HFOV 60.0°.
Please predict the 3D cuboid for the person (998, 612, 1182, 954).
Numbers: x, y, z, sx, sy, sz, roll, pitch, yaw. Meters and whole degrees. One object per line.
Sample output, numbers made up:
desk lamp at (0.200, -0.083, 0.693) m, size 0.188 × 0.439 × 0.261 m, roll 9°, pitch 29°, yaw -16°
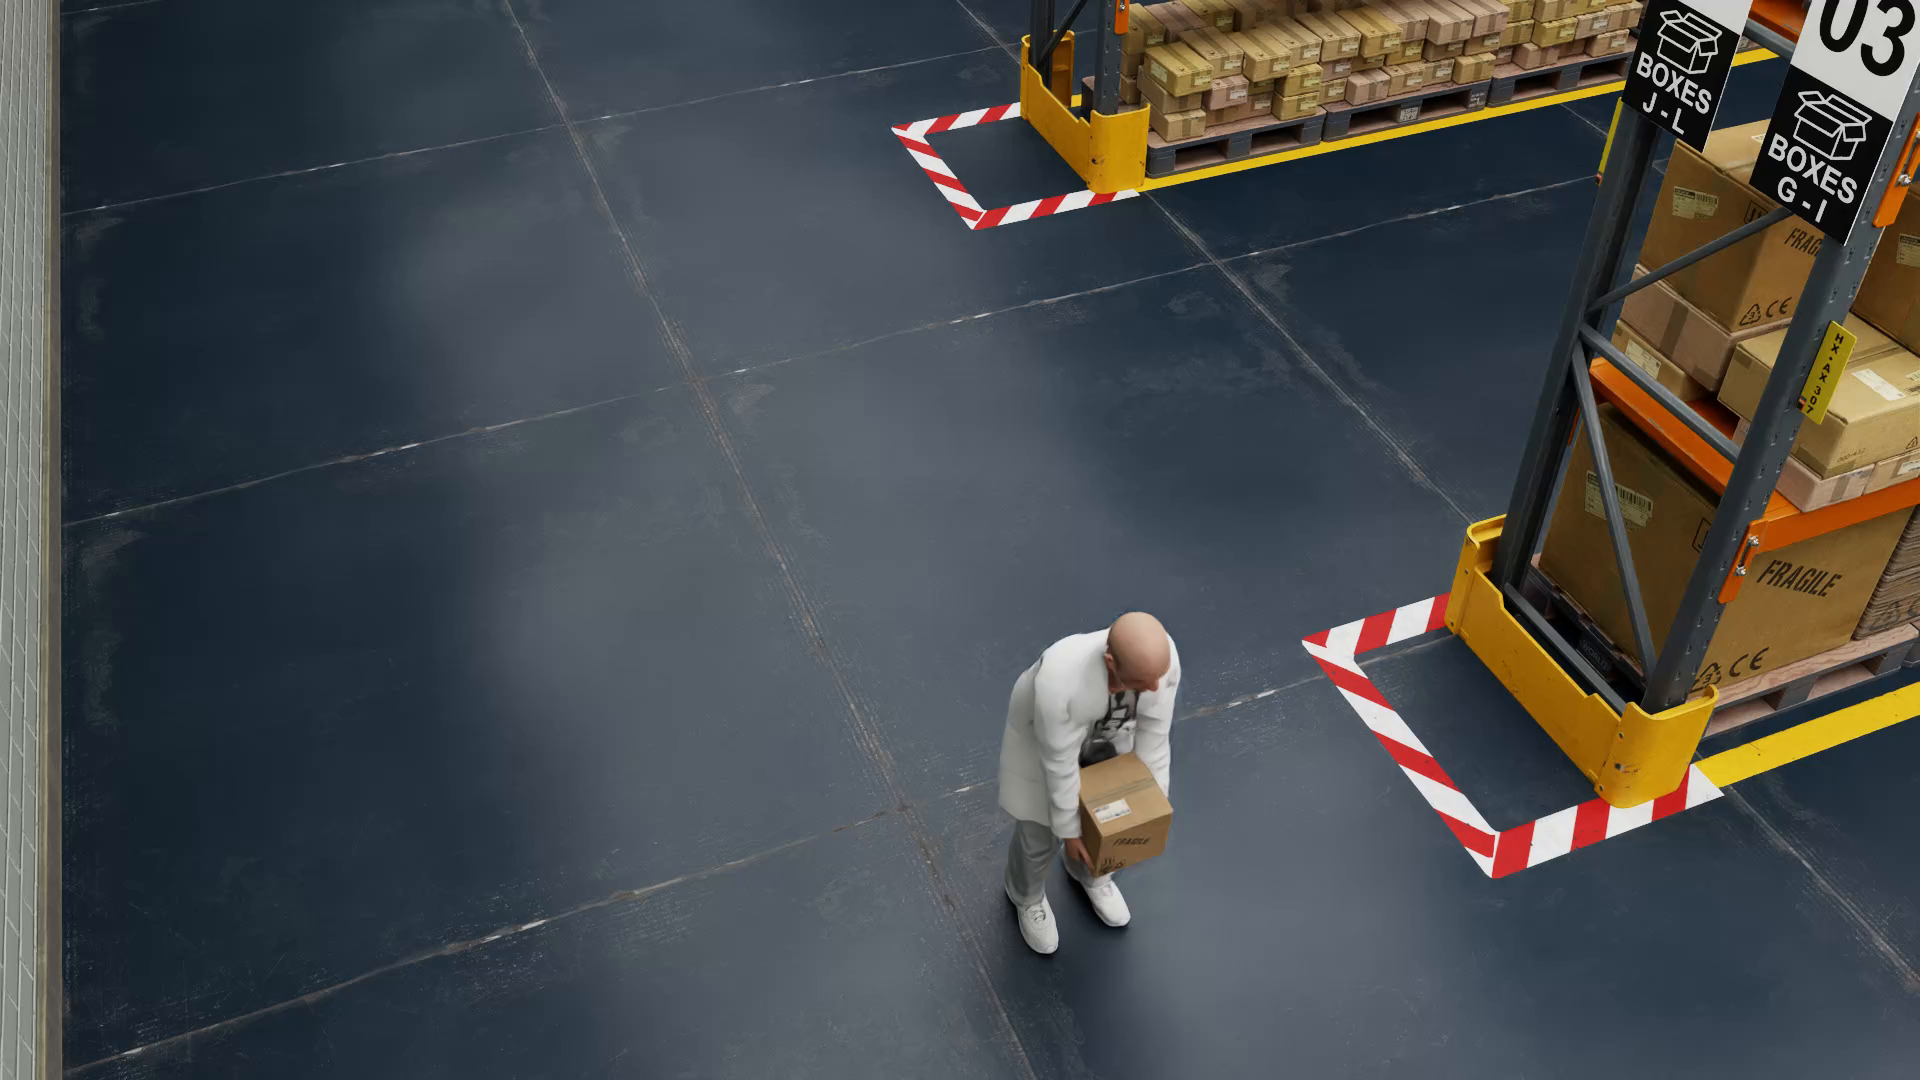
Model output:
person at (0.411, 0.743, 5.402) m, size 0.540 × 1.679 × 0.627 m, roll -16°, pitch 44°, yaw -17°
